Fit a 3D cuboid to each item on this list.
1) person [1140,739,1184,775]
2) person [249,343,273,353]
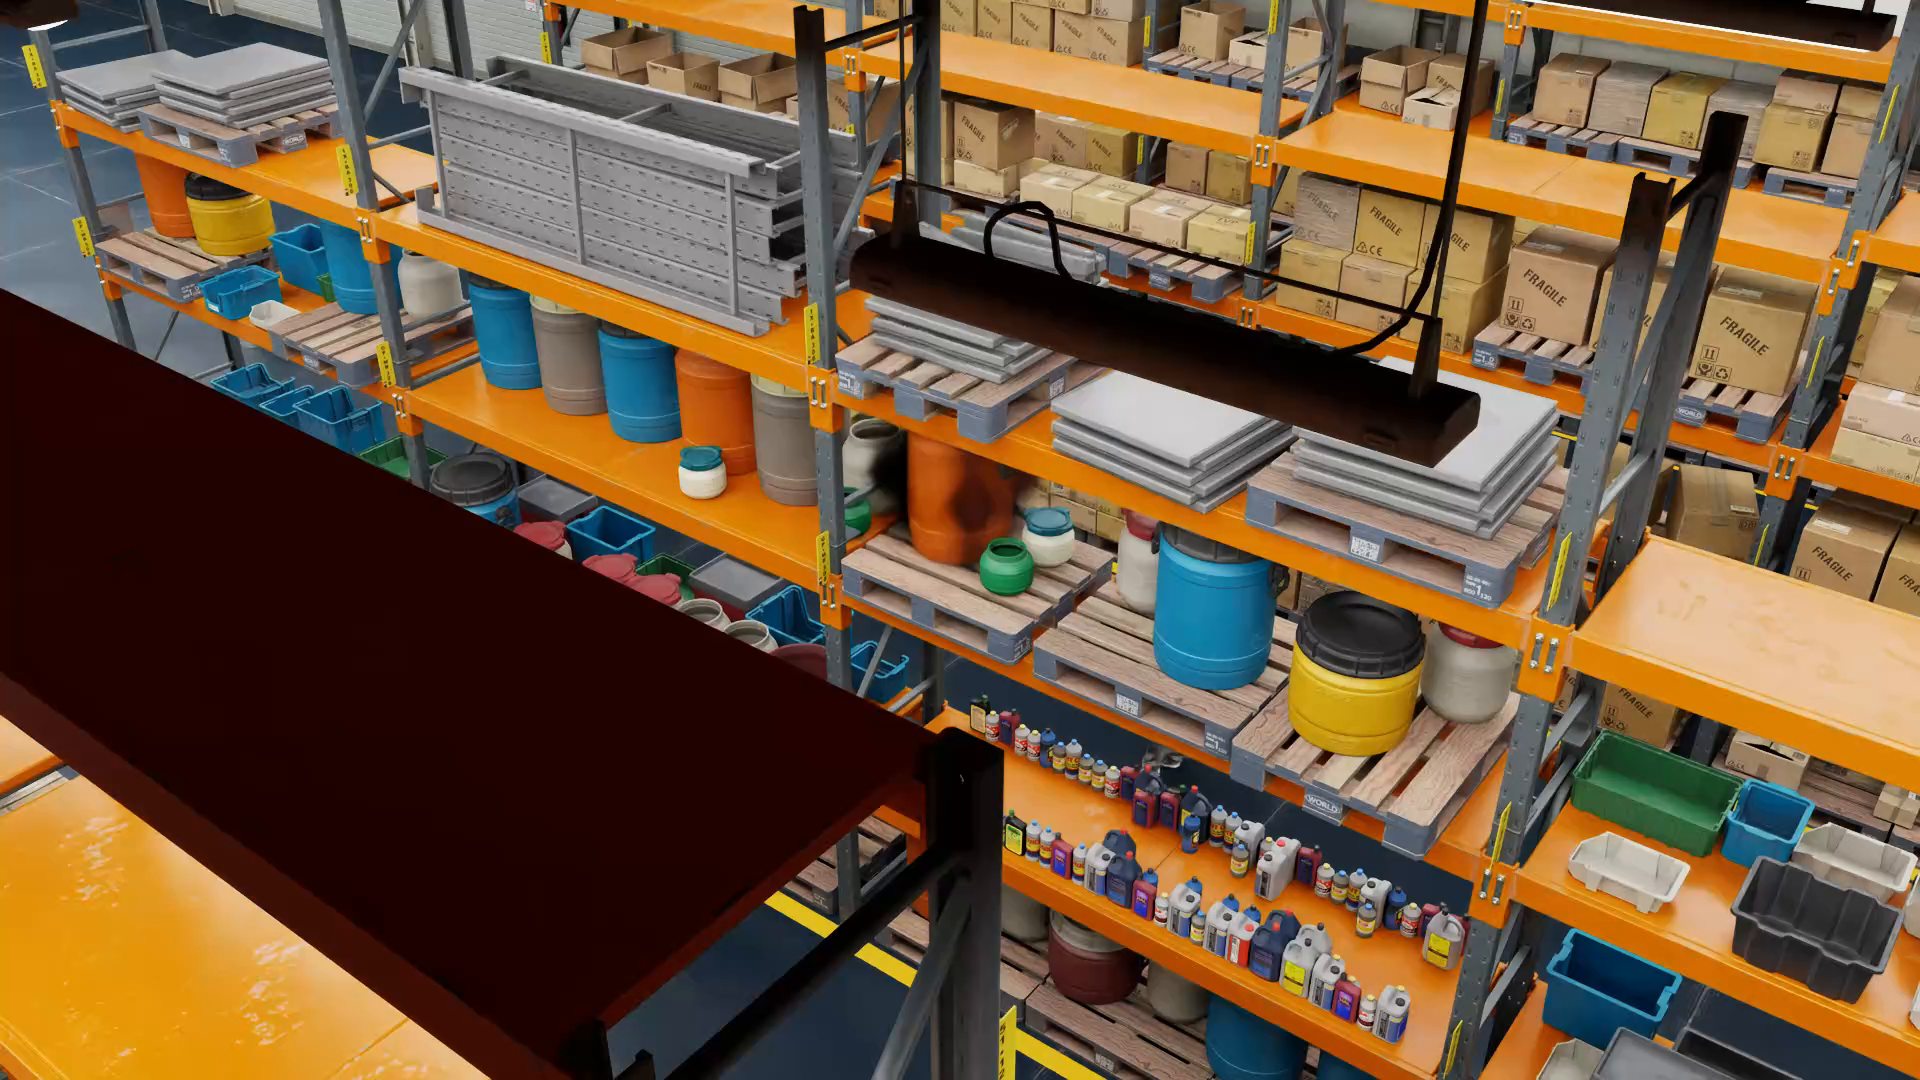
[{"bbox_3d":[1.465,1.045,12.091,0.444,1.618,0.475,2,31,3],"label":"person"},{"bbox_3d":[-7.925,-2.898,18.471,0.539,1.738,0.355,10,33,16],"label":"person"}]
